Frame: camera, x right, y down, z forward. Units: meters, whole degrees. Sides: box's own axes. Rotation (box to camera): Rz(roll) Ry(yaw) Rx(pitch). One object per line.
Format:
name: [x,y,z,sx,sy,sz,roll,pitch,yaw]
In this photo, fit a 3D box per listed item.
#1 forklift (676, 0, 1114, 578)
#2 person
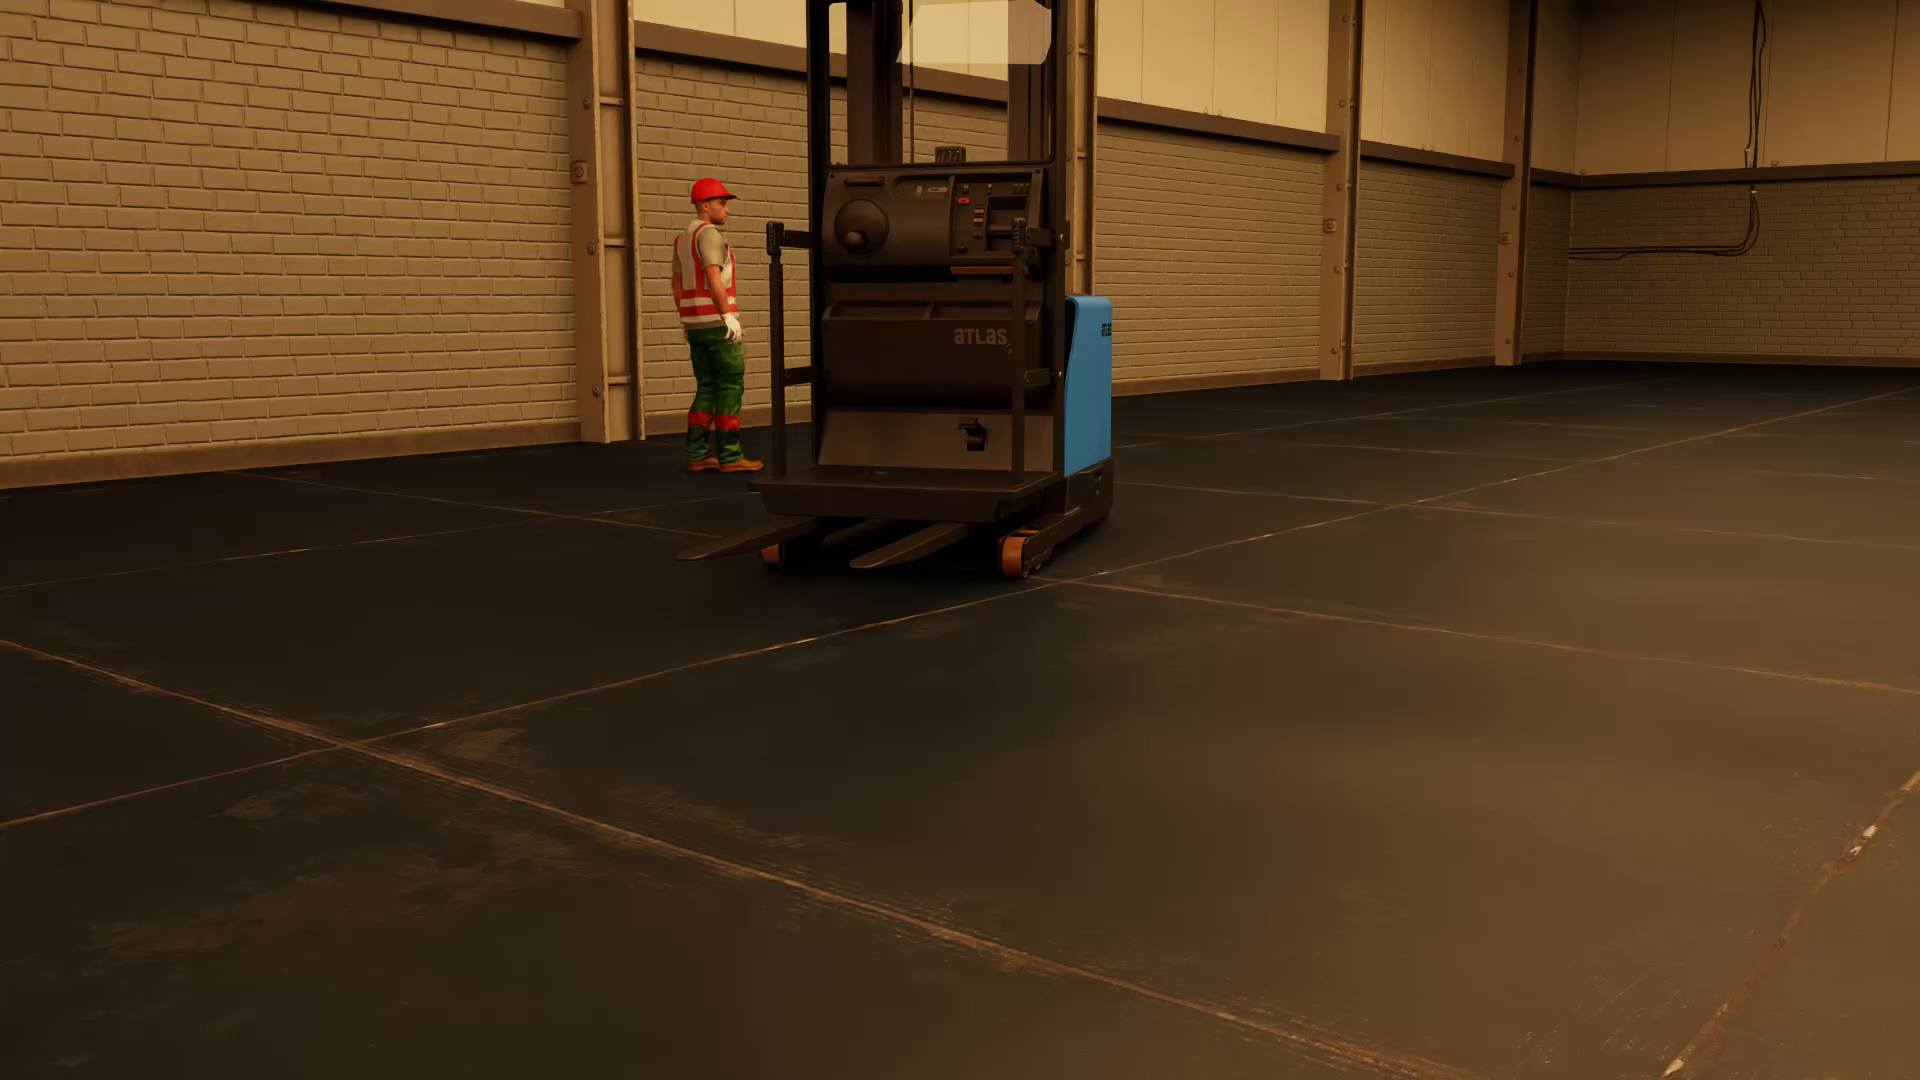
forklift: [-0.176,-1.366,6.616,1.130,2.935,3.031,3,9,17]
person: [-1.485,-1.315,10.235,0.426,1.788,0.705,-6,10,-36]
